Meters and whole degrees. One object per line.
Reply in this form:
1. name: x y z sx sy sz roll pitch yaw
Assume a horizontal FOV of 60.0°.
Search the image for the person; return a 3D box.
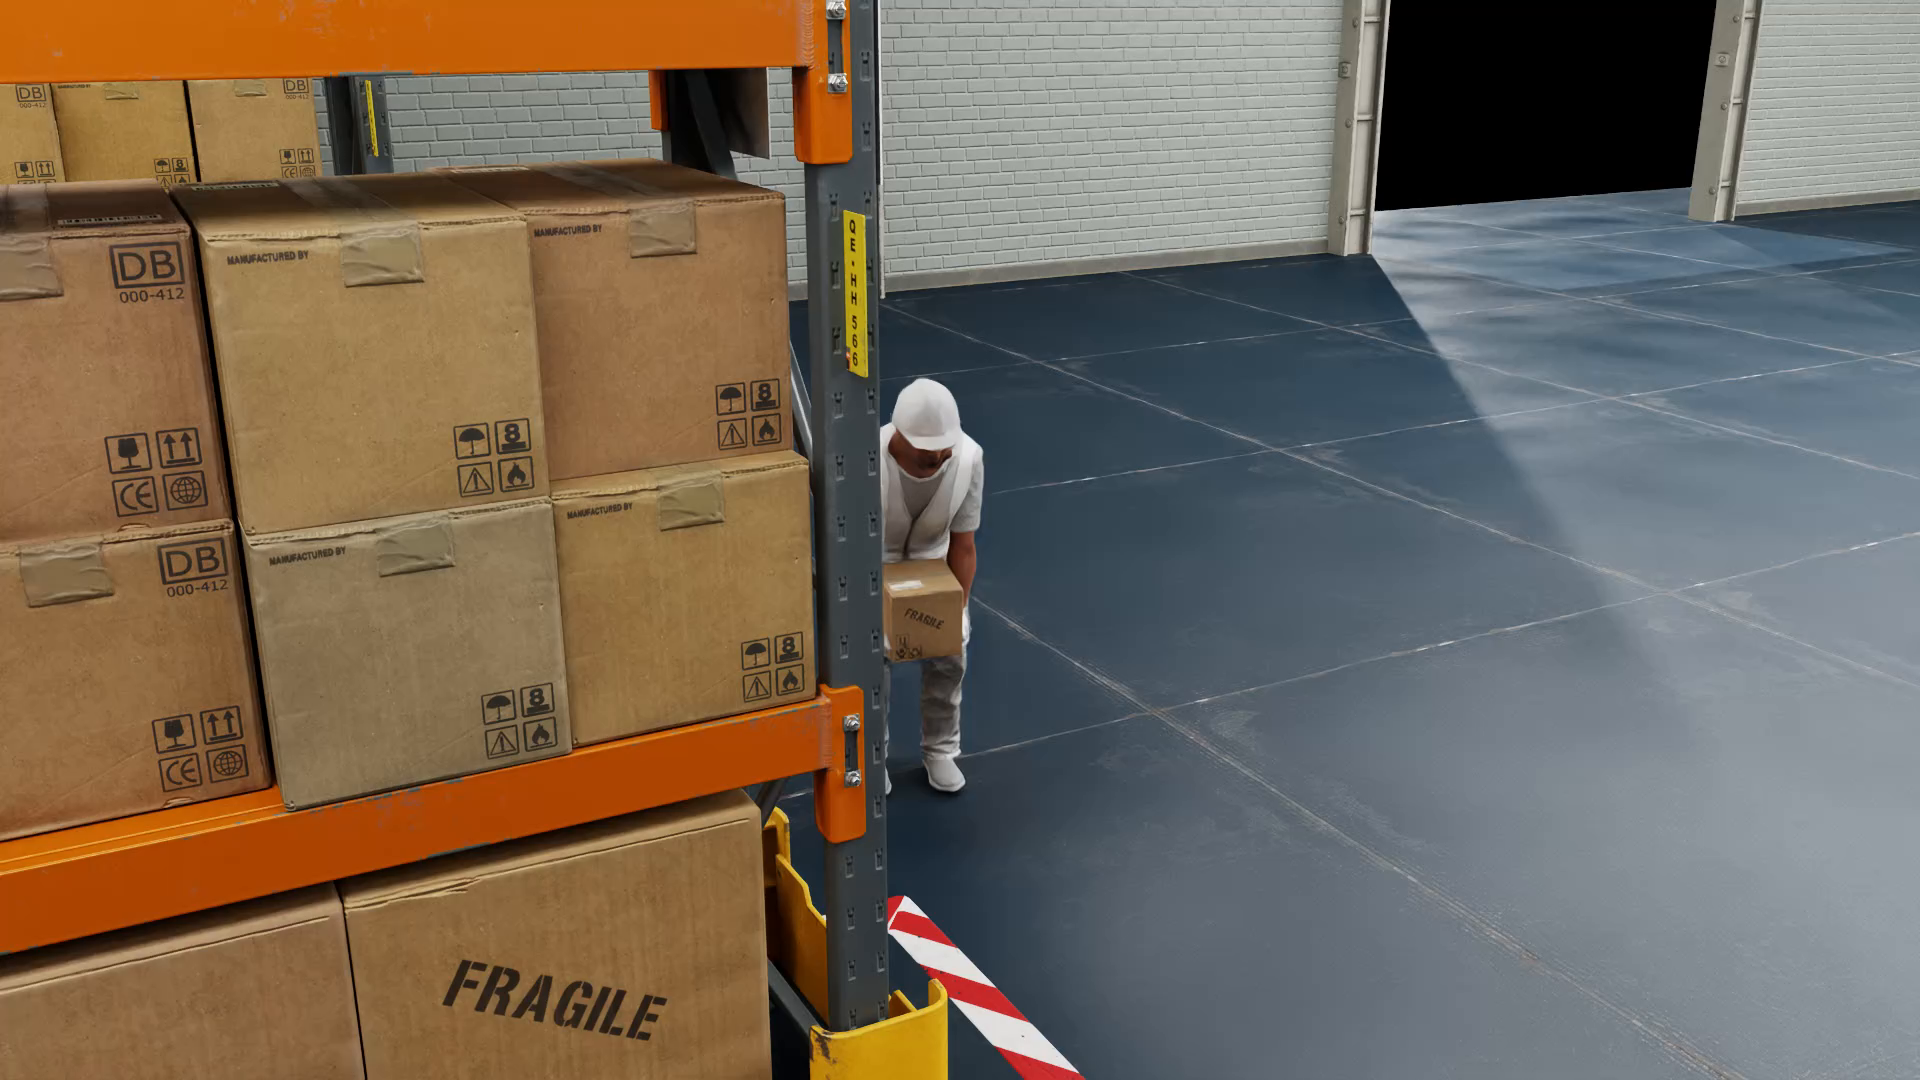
1. person: -0.160 0.172 5.781 0.475 1.608 0.771 -4 19 -11
